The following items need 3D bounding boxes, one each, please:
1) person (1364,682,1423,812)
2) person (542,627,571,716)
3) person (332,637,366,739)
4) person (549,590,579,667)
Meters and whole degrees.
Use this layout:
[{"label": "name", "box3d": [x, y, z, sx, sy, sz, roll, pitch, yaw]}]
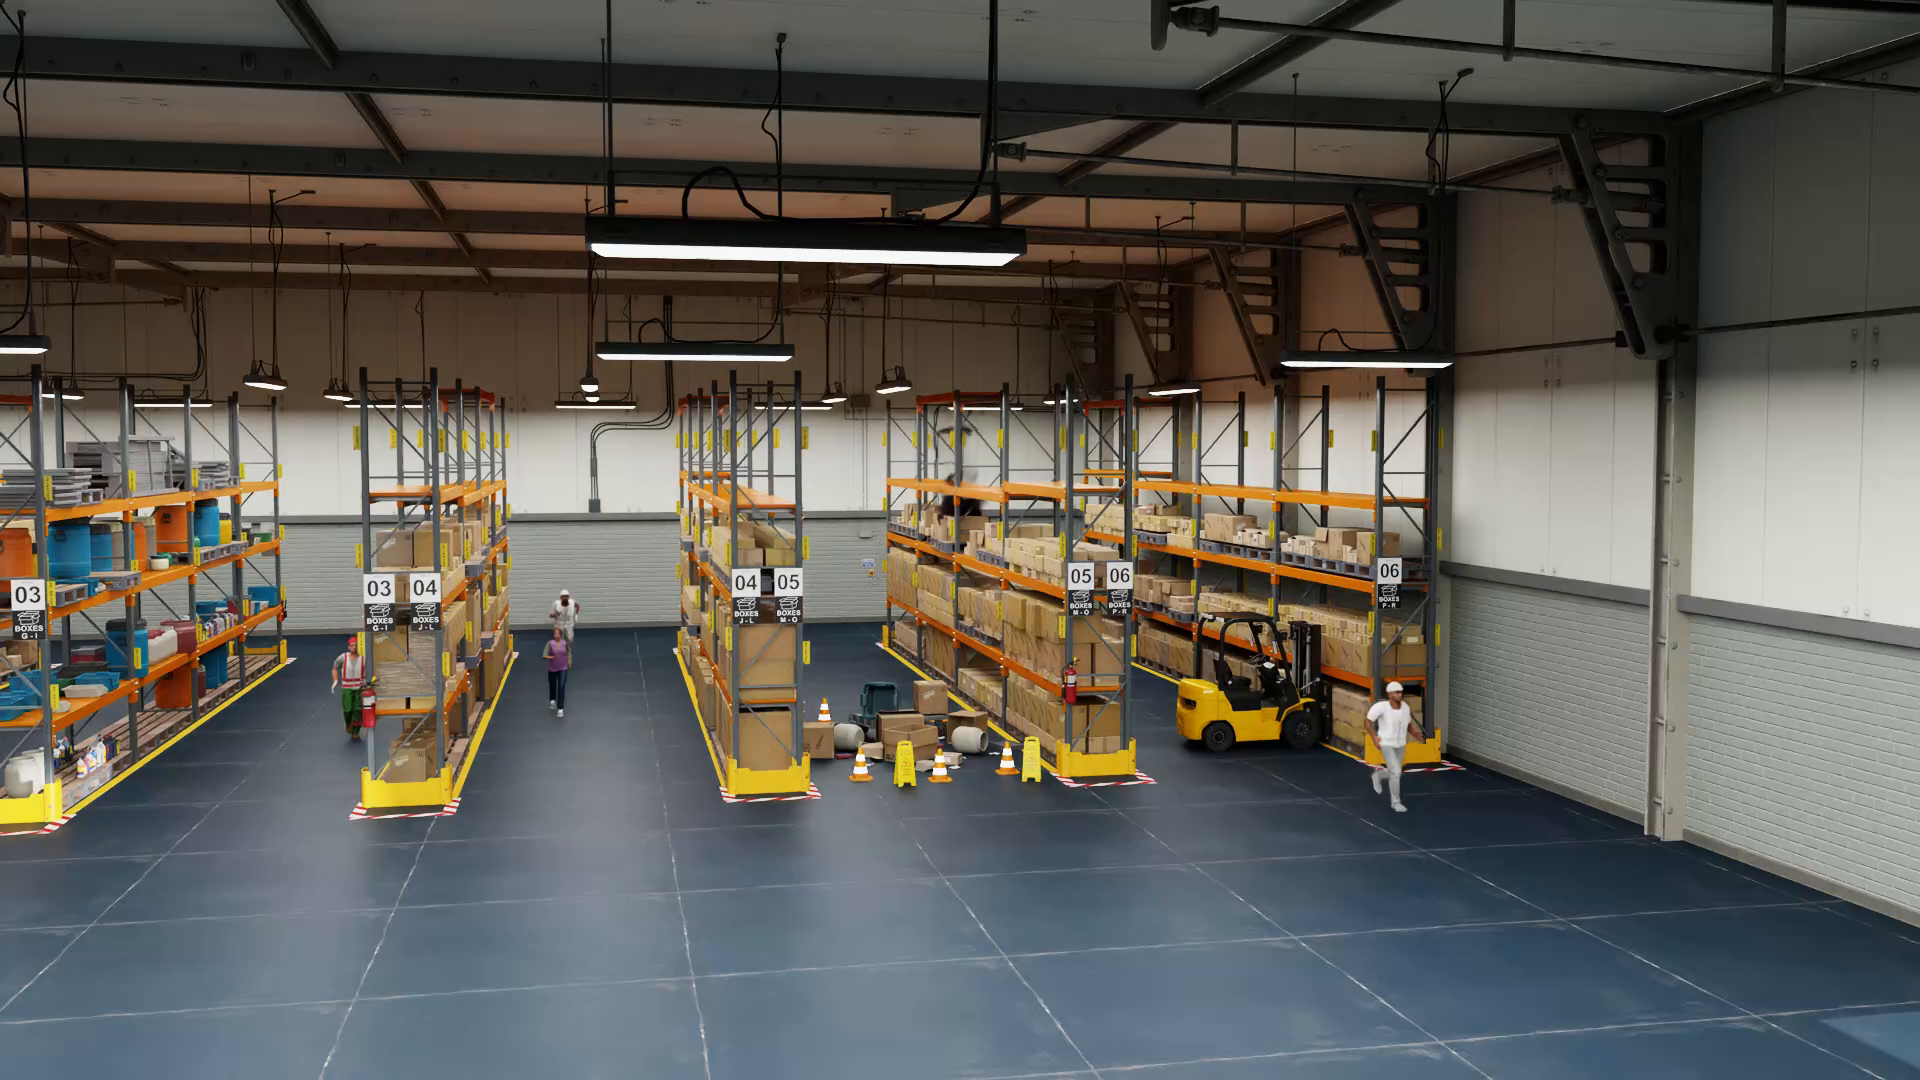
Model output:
[{"label": "person", "box3d": [5.854, 2.787, 22.741, 0.680, 1.738, 0.855, -1, 4, -23]}, {"label": "person", "box3d": [-7.349, 2.377, 30.331, 0.537, 1.586, 0.881, -1, 4, -20]}, {"label": "person", "box3d": [-10.127, 2.481, 27.748, 0.670, 1.732, 0.633, -1, 4, -22]}, {"label": "person", "box3d": [-8.717, 1.938, 36.667, 0.656, 1.722, 0.915, -1, 4, -14]}]
